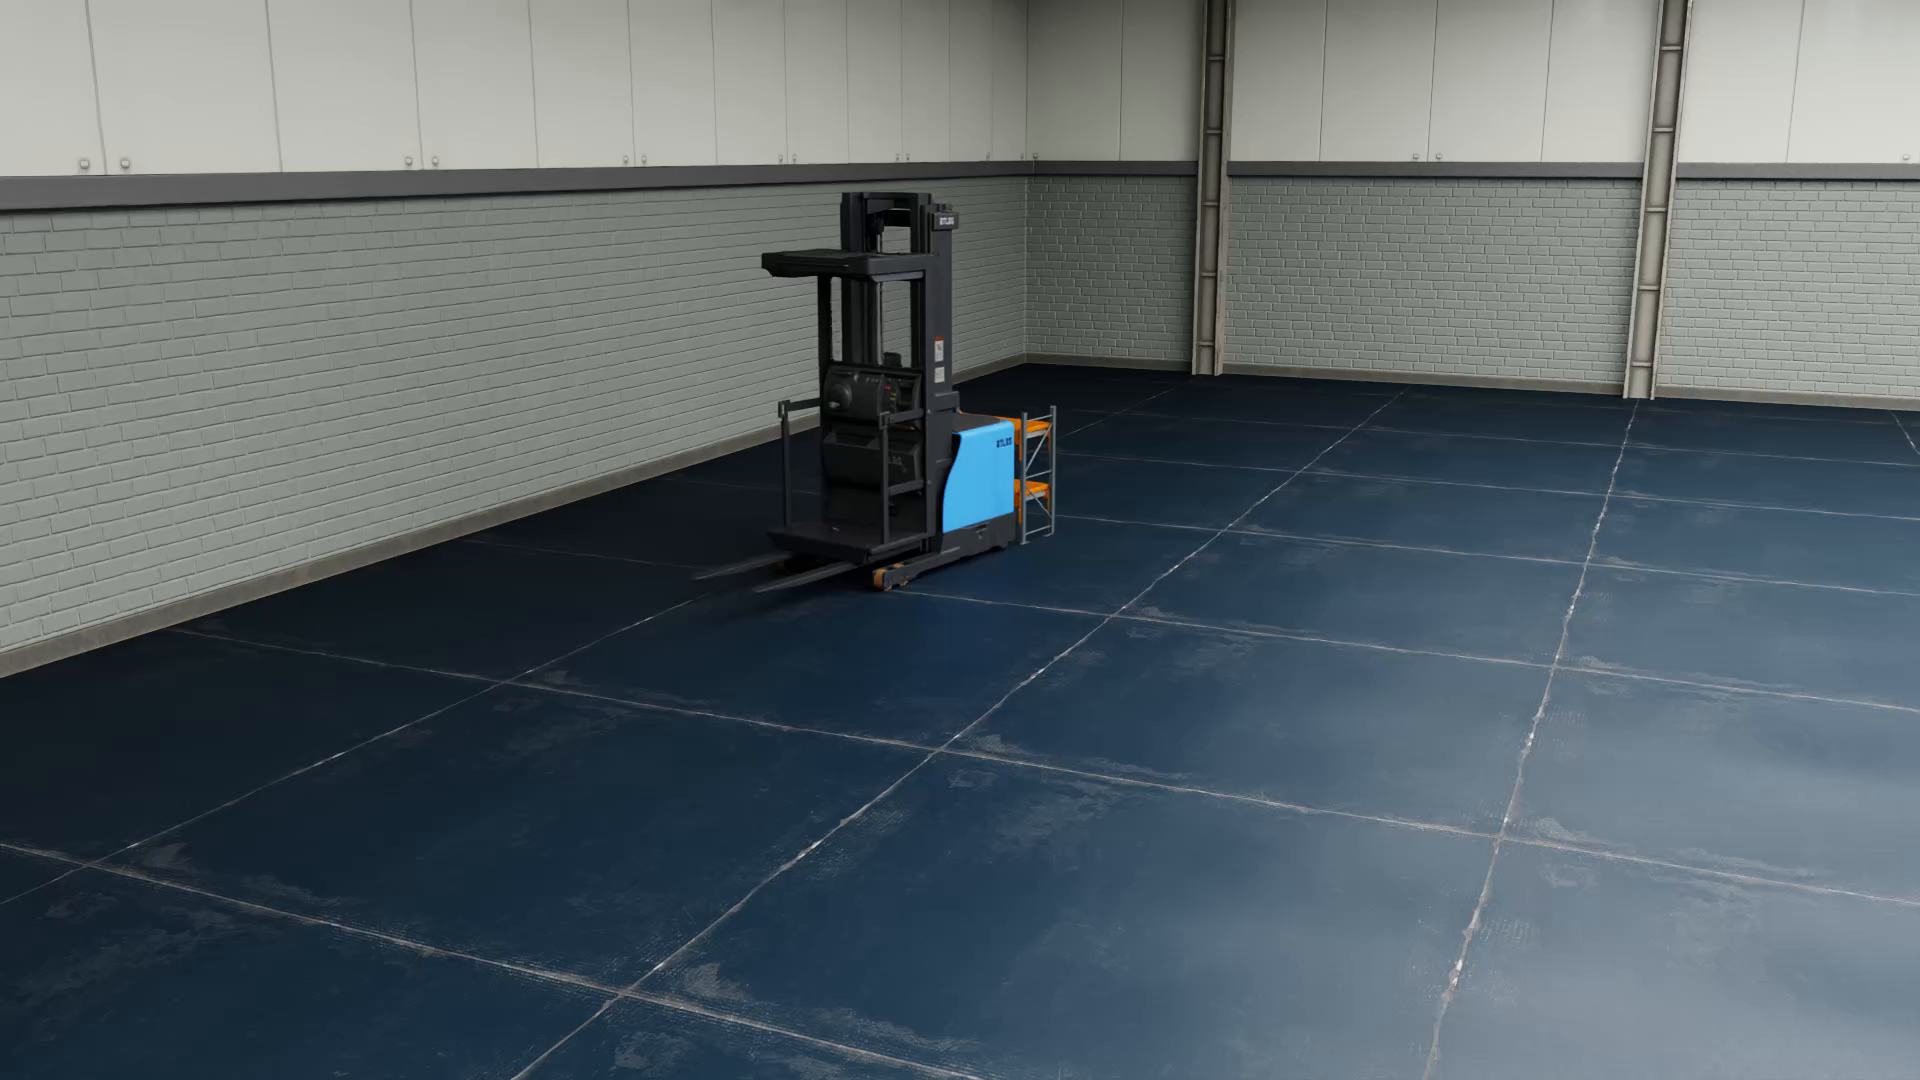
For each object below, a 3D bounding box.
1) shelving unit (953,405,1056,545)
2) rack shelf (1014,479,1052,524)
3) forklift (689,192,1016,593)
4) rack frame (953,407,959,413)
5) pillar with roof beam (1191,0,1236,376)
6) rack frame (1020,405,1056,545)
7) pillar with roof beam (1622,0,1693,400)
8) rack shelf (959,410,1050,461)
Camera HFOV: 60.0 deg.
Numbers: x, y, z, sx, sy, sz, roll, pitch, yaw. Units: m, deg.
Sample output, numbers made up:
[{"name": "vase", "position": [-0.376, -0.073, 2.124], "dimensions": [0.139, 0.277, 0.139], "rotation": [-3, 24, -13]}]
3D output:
[{"name": "shelving unit", "position": [0.249, -0.624, 14.452], "dimensions": [1.048, 1.125, 0.538], "rotation": [9, 16, 34]}, {"name": "rack shelf", "position": [0.249, -0.386, 14.507], "dimensions": [1.000, 0.278, 0.538], "rotation": [9, 16, 34]}, {"name": "forklift", "position": [-0.810, -1.167, 12.812], "dimensions": [1.130, 2.935, 3.031], "rotation": [10, 16, 35]}, {"name": "rack frame", "position": [-0.166, -0.691, 14.738], "dimensions": [0.032, 1.125, 0.500], "rotation": [9, 16, 34]}, {"name": "pillar with roof beam", "position": [1.949, -5.968, 19.989], "dimensions": [0.400, 9.000, 9.100], "rotation": [6, 14, 23]}, {"name": "rack frame", "position": [0.664, -0.557, 14.166], "dimensions": [0.032, 1.125, 0.500], "rotation": [9, 16, 34]}, {"name": "pillar with roof beam", "position": [7.435, -5.413, 17.623], "dimensions": [0.400, 9.000, 9.100], "rotation": [6, 14, 23]}, {"name": "rack shelf", "position": [0.249, -0.909, 14.385], "dimensions": [1.000, 0.278, 0.538], "rotation": [9, 16, 34]}]
